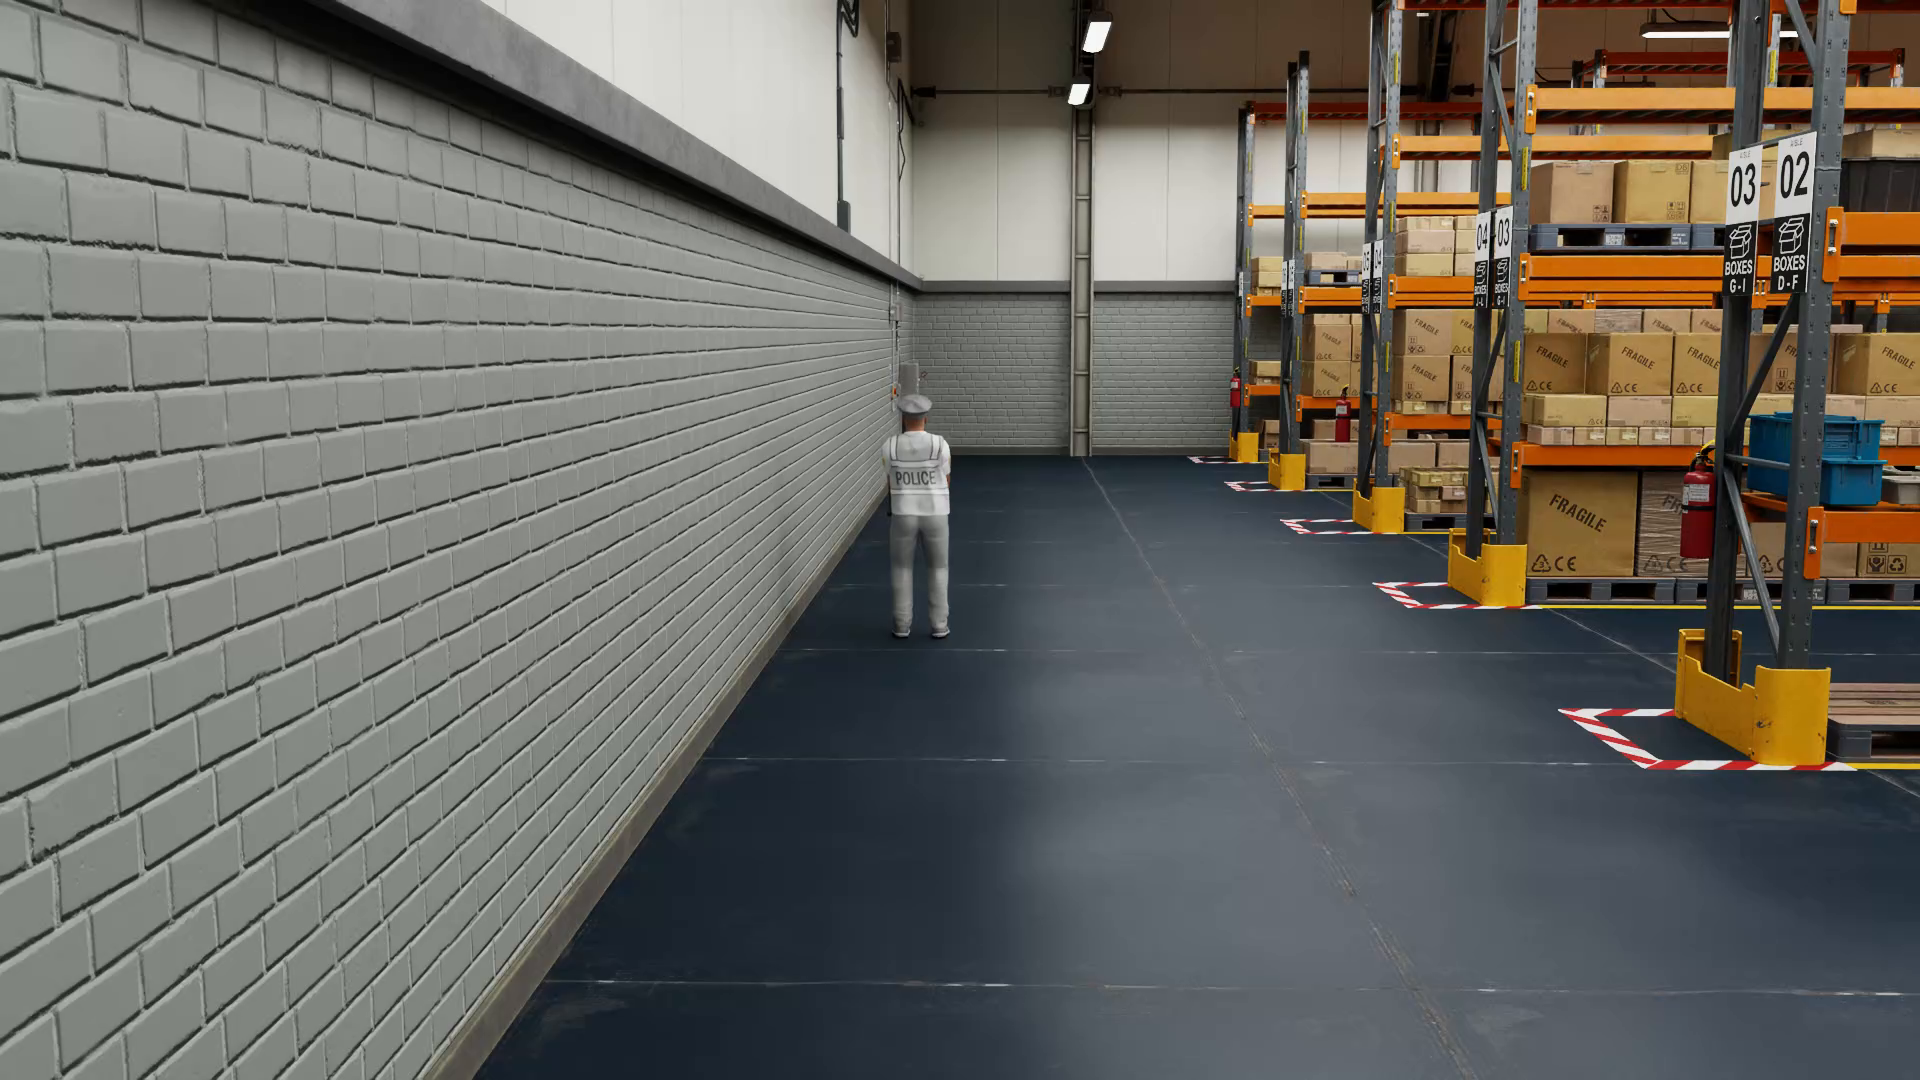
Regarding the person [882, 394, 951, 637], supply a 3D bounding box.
[{"bbox_3d":[-0.310,-0.182,12.127,0.493,1.763,0.566,0,7,1],"label":"person"}]
